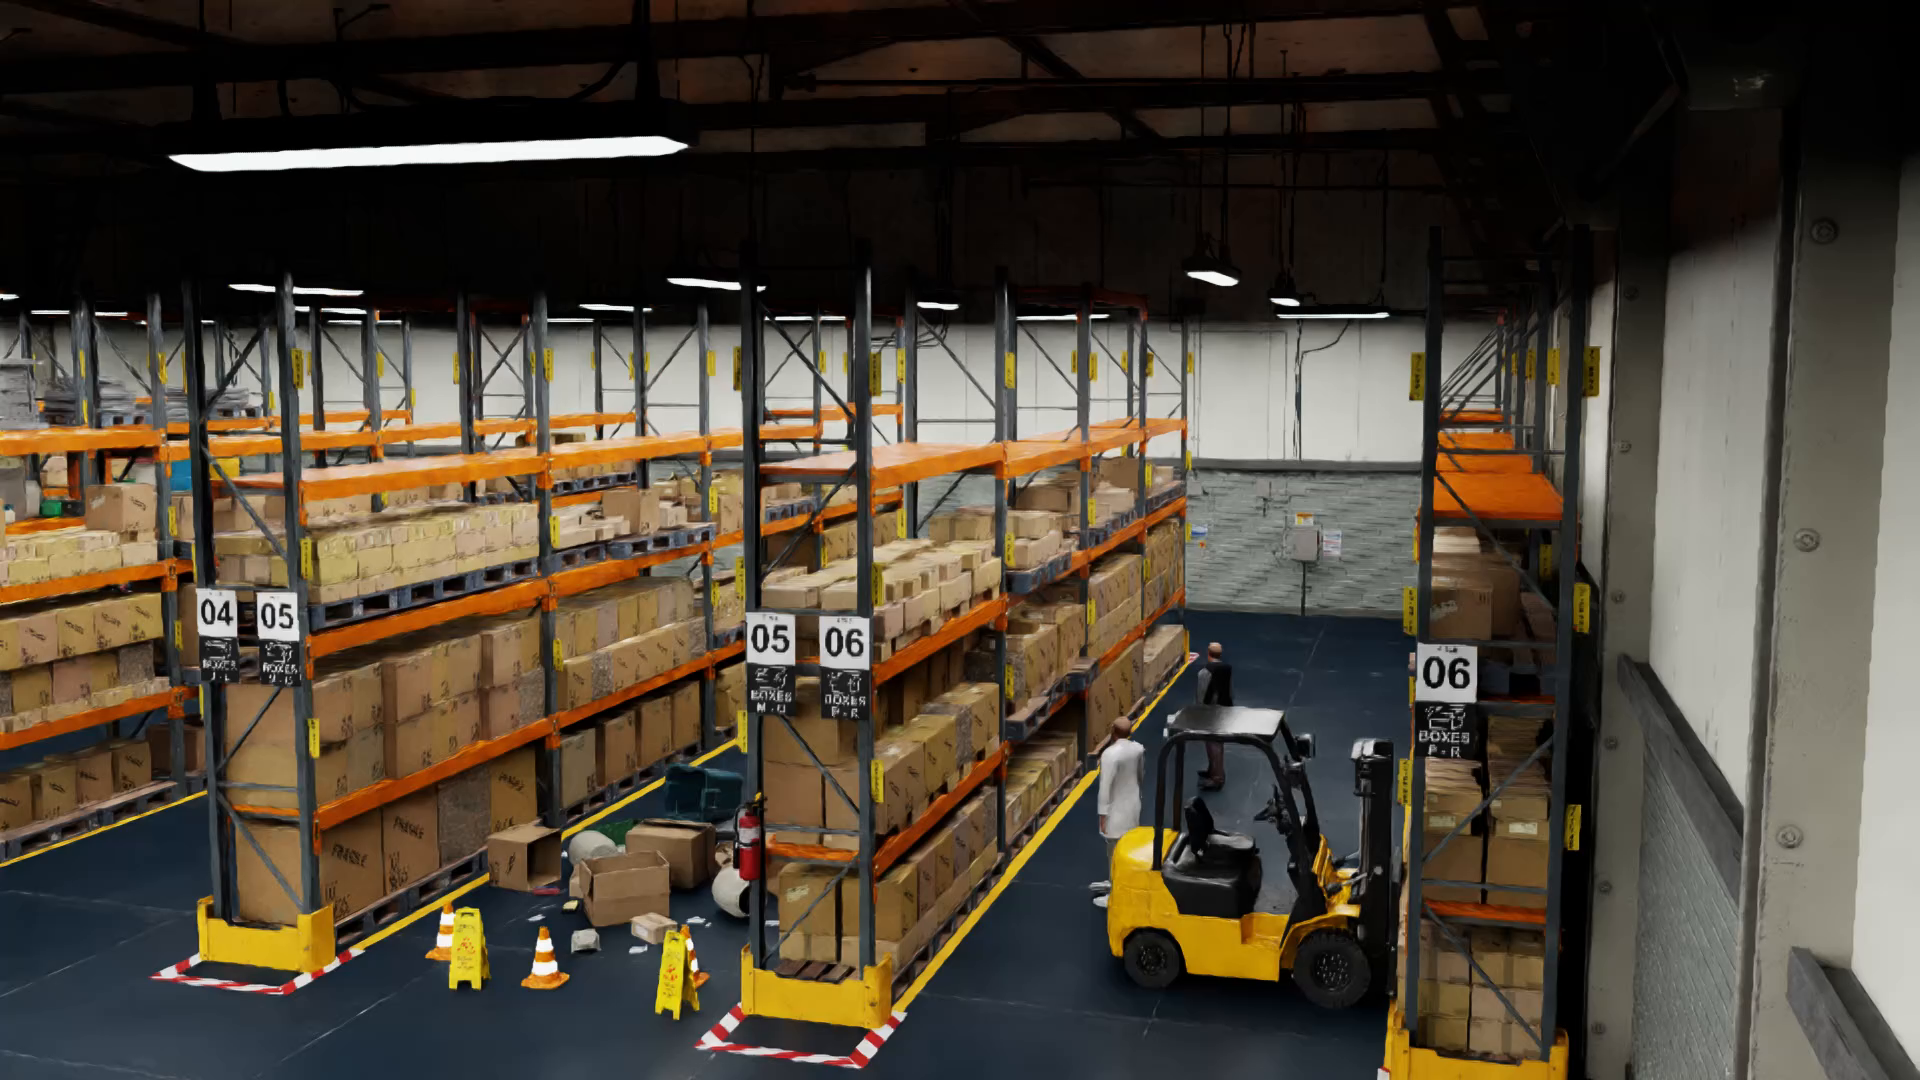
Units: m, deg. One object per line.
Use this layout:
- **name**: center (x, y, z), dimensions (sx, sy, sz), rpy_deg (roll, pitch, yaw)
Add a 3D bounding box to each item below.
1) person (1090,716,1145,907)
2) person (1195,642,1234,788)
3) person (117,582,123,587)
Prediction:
- **person**: center (1.451, 2.613, 15.679), dimensions (0.587, 1.597, 0.673), rpy_deg (6, 9, 42)
- **person**: center (3.027, 2.070, 19.967), dimensions (0.626, 1.709, 0.576), rpy_deg (-6, 9, -44)
- **person**: center (-18.044, 0.238, 36.036), dimensions (0.704, 1.780, 0.460), rpy_deg (-6, 9, -42)
